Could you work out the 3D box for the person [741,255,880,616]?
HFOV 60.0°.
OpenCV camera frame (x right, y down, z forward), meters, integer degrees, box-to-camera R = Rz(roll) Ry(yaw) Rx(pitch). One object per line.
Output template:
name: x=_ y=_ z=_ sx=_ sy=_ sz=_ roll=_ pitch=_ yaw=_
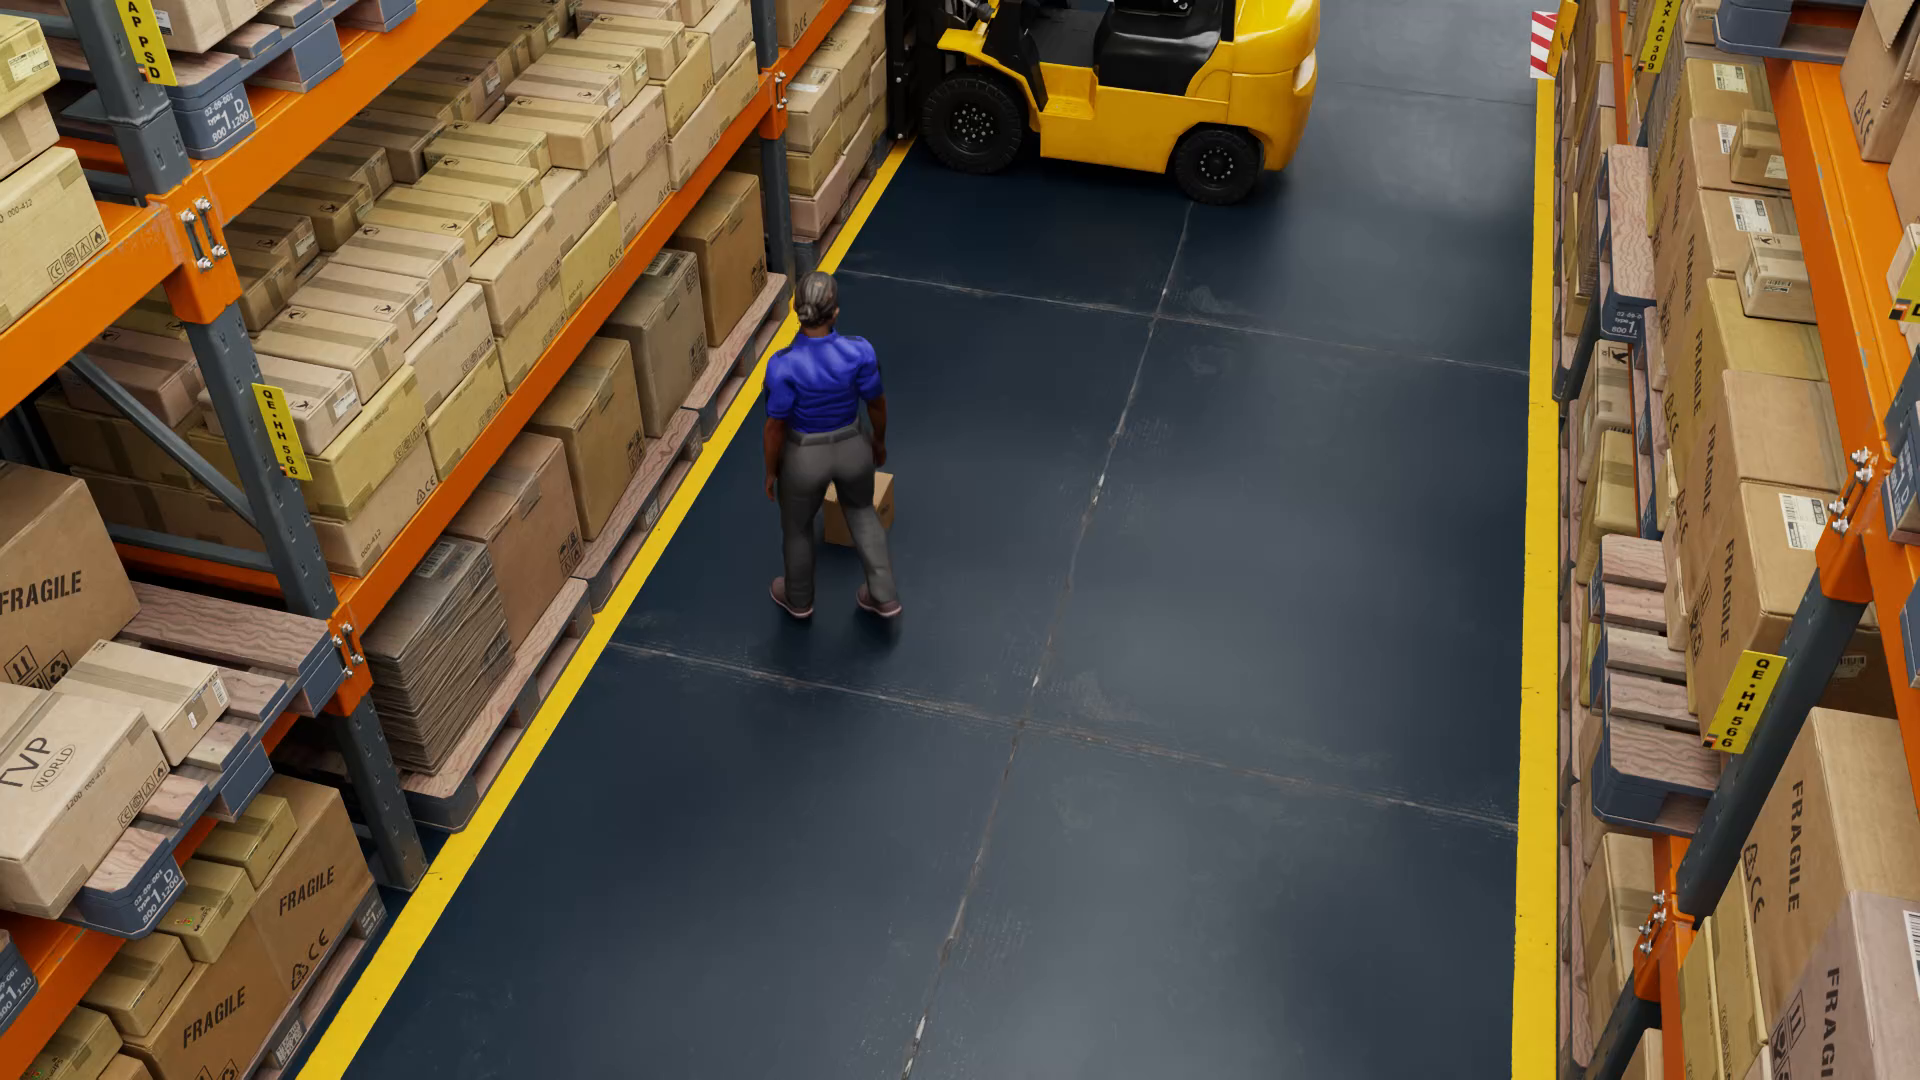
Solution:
person: x=-0.593 y=-0.350 z=6.574 sx=0.544 sy=1.681 sz=0.326 roll=-1 pitch=41 yaw=-1
